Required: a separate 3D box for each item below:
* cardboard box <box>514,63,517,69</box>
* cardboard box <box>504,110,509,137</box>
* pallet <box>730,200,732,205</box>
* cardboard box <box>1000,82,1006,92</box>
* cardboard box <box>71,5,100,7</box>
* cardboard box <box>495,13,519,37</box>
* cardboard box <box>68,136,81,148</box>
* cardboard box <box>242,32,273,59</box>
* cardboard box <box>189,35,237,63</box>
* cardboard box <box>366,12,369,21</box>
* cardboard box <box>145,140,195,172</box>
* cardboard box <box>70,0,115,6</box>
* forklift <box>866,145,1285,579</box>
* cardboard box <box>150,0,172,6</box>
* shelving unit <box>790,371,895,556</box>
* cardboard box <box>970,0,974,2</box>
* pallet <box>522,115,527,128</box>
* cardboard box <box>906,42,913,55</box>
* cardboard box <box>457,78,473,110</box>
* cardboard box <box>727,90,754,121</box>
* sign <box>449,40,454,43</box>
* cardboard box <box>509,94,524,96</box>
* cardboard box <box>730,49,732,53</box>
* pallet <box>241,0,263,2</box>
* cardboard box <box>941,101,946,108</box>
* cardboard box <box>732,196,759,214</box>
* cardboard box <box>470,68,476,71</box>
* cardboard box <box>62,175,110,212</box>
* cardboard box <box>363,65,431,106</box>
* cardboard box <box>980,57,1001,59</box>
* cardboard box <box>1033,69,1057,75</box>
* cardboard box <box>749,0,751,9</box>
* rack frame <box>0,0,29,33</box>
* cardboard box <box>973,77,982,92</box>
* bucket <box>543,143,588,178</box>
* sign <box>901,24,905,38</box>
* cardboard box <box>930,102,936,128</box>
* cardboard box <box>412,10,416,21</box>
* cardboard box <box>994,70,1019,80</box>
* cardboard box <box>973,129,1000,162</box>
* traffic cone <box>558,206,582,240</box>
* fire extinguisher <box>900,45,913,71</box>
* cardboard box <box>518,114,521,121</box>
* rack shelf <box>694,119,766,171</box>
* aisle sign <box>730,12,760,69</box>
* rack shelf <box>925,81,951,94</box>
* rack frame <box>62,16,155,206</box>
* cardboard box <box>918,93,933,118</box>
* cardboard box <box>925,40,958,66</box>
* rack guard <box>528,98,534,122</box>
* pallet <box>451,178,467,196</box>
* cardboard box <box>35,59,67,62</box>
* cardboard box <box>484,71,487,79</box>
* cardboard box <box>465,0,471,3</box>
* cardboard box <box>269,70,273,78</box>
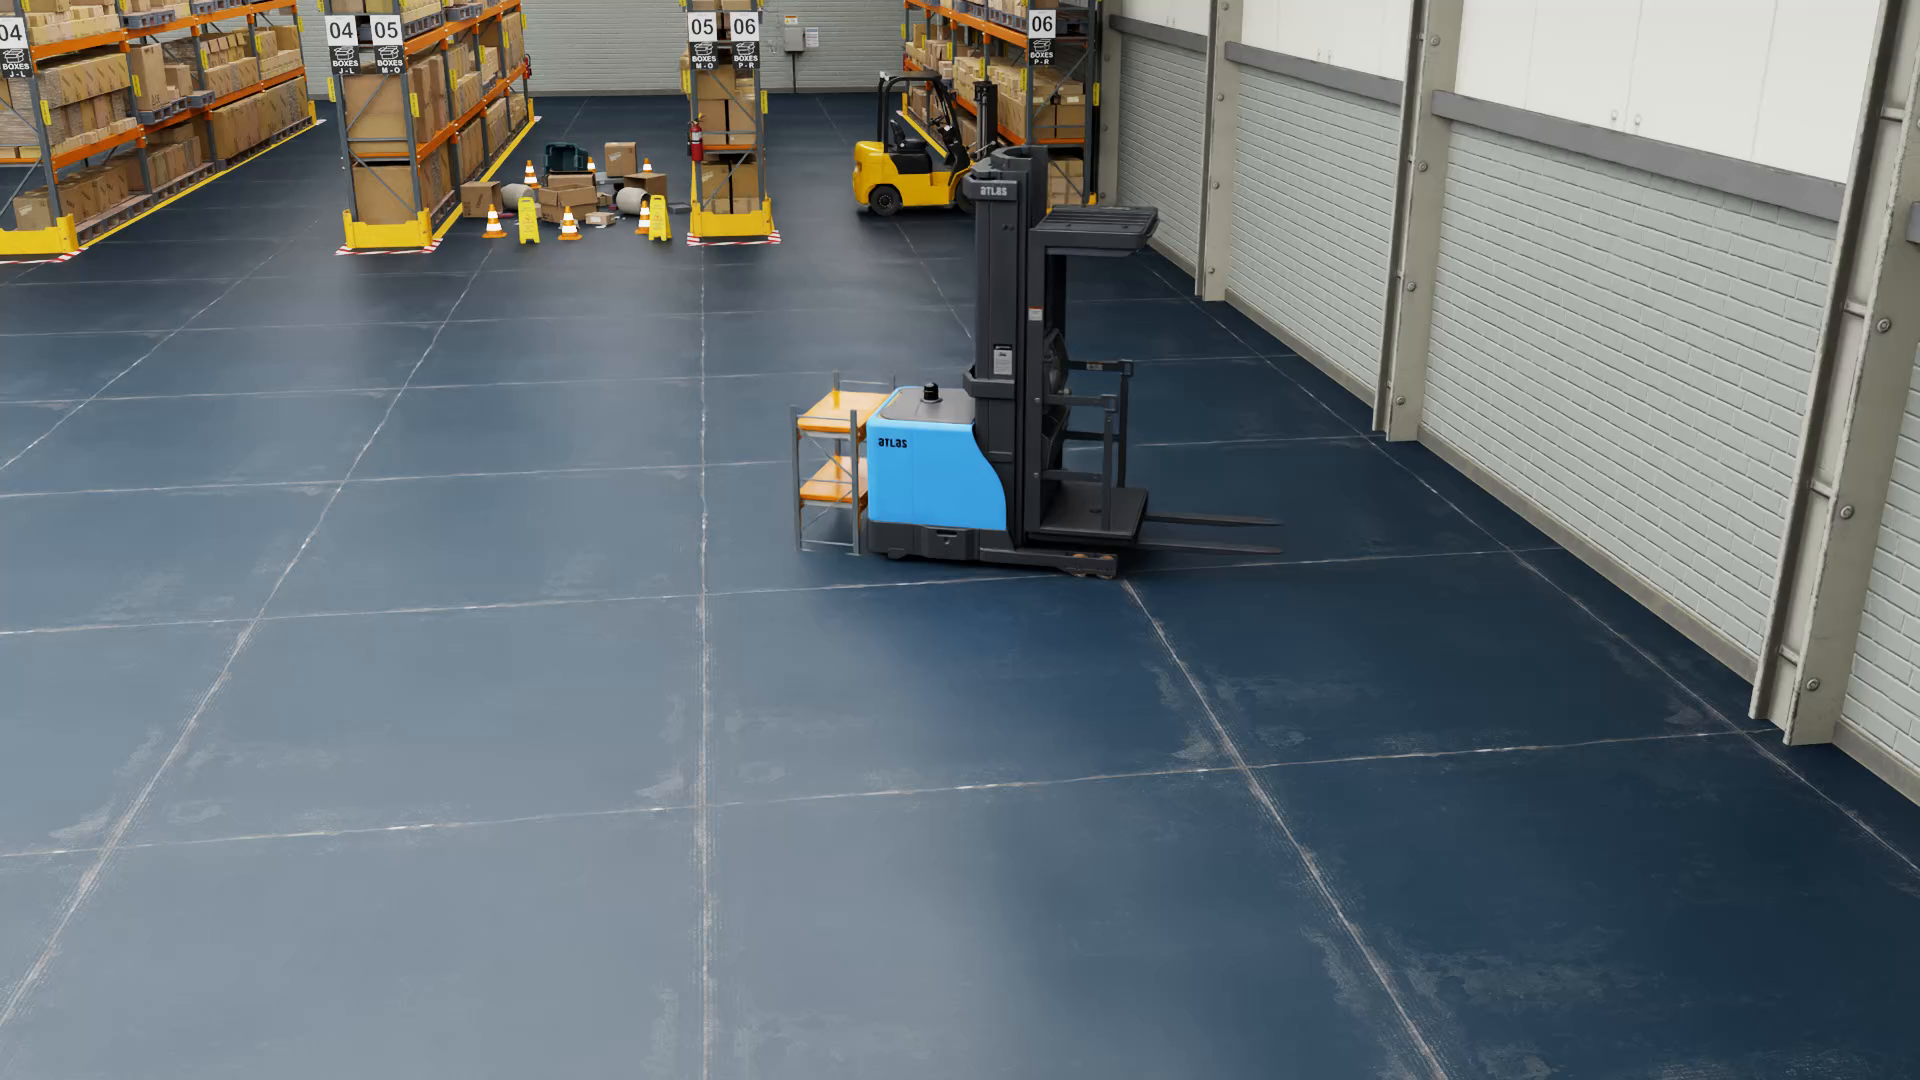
[{"bbox_3d":[-10.162,-10.679,37.381,0.380,0.149,0.250,-4,21,-10],"label":"cardboard box"},{"bbox_3d":[-9.675,-8.647,34.552,0.500,0.500,0.500,-3,21,-9],"label":"cardboard box"},{"bbox_3d":[-3.683,-5.419,26.923,1.003,0.211,1.213,-3,21,-8],"label":"pallet"},{"bbox_3d":[0.859,-7.413,27.208,0.380,0.149,0.250,-4,21,-9],"label":"cardboard box"},{"bbox_3d":[-13.519,-8.206,25.758,0.380,0.149,0.250,-3,21,-7],"label":"cardboard box"},{"bbox_3d":[-10.222,-11.583,37.444,0.500,0.500,0.500,-4,21,-10],"label":"cardboard box"},{"bbox_3d":[-13.153,-5.835,24.410,0.380,0.149,0.250,-3,21,-8],"label":"cardboard box"},{"bbox_3d":[-14.833,-10.419,35.044,0.500,0.500,0.500,-3,21,-8],"label":"cardboard box"},{"bbox_3d":[-14.766,-9.707,32.843,0.797,0.503,0.637,-3,21,-7],"label":"cardboard box"},{"bbox_3d":[-8.793,-7.603,24.113,0.380,0.149,0.250,-3,21,-7],"label":"cardboard box"},{"bbox_3d":[-14.168,-6.877,29.786,0.700,0.500,0.500,-5,21,-12],"label":"cardboard box"},{"bbox_3d":[-13.483,-8.562,25.784,0.500,0.500,0.500,-4,21,-9],"label":"cardboard box"},{"bbox_3d":[0.878,-1.295,11.994,3.031,2.935,1.130,4,21,11],"label":"forklift"},{"bbox_3d":[-13.920,-9.449,28.583,0.500,0.500,0.500,-3,21,-7],"label":"cardboard box"},{"bbox_3d":[-0.873,-0.606,12.730,0.538,1.125,1.048,5,21,13],"label":"shelving unit"},{"bbox_3d":[0.462,-9.742,29.610,0.500,0.311,0.500,-4,21,-10],"label":"cardboard box"},{"bbox_3d":[-10.514,-9.634,38.208,1.003,0.211,1.213,-3,21,-8],"label":"pallet"},{"bbox_3d":[-1.013,-11.684,39.502,0.500,0.250,0.500,-3,21,-7],"label":"cardboard box"},{"bbox_3d":[-8.903,-7.861,29.333,0.500,0.500,0.500,-3,21,-7],"label":"cardboard box"},{"bbox_3d":[-3.363,-6.714,25.837,0.500,0.500,0.500,-3,21,-9],"label":"cardboard box"},{"bbox_3d":[-10.566,-10.240,34.609,0.100,0.325,0.005,-3,21,-8],"label":"sign"},{"bbox_3d":[-10.280,-10.219,38.413,0.380,0.149,0.250,-3,21,-7],"label":"cardboard box"},{"bbox_3d":[-3.970,-8.618,29.407,0.380,0.149,0.250,-2,21,-5],"label":"cardboard box"},{"bbox_3d":[-15.061,-11.297,34.515,1.003,0.211,1.213,-3,21,-8],"label":"pallet"},{"bbox_3d":[-0.197,-9.144,34.956,0.380,0.149,0.250,-2,21,-6],"label":"cardboard box"},{"bbox_3d":[-3.260,-5.196,25.671,0.500,0.250,0.500,-3,21,-8],"label":"cardboard box"},{"bbox_3d":[-9.325,-8.875,31.526,0.380,0.149,0.250,-2,21,-5],"label":"cardboard box"},{"bbox_3d":[-13.525,-5.356,25.741,0.500,0.500,0.500,-5,21,-13],"label":"cardboard box"},{"bbox_3d":[-8.433,-6.803,24.885,0.875,0.550,0.550,-3,21,-8],"label":"cardboard box"},{"bbox_3d":[0.588,-9.264,32.163,0.380,0.149,0.250,-2,21,-6],"label":"cardboard box"},{"bbox_3d":[1.407,-7.762,27.717,0.380,0.149,0.250,-3,21,-9],"label":"cardboard box"},{"bbox_3d":[-3.293,-7.965,24.687,0.380,0.149,0.250,-3,21,-8],"label":"cardboard box"},{"bbox_3d":[-13.223,-8.305,22.091,1.000,3.000,0.127,-3,21,-8],"label":"rack frame"},{"bbox_3d":[0.513,-8.130,29.696,0.500,0.250,0.500,-3,21,-9],"label":"cardboard box"},{"bbox_3d":[-6.576,-6.342,27.917,0.726,0.611,0.620,4,11,11],"label":"bucket"},{"bbox_3d":[-1.349,-12.164,39.760,0.100,0.325,0.005,-3,21,-8],"label":"sign"},{"bbox_3d":[-0.388,-9.248,36.162,0.500,0.500,0.500,-2,21,-5],"label":"cardboard box"},{"bbox_3d":[-8.143,-7.638,24.209,0.380,0.149,0.250,-3,21,-7],"label":"cardboard box"},{"bbox_3d":[0.778,-7.728,27.624,0.380,0.149,0.250,-2,21,-7],"label":"cardboard box"},{"bbox_3d":[0.727,-7.164,30.405,0.875,0.625,0.625,-3,21,-8],"label":"cardboard box"},{"bbox_3d":[-5.805,-4.716,24.682,0.336,0.463,0.334,-3,21,-8],"label":"traffic cone"},{"bbox_3d":[-1.291,-11.602,40.137,0.296,0.674,0.183,-3,21,-8],"label":"fire extinguisher"},{"bbox_3d":[-10.068,-9.494,37.322,0.380,0.149,0.250,-3,21,-7],"label":"cardboard box"},{"bbox_3d":[-3.705,-6.350,26.458,1.077,0.370,4.000,-3,21,-8],"label":"rack shelf"},{"bbox_3d":[-3.101,-7.206,24.008,0.394,0.787,0.004,-3,21,-8],"label":"aisle sign"},{"bbox_3d":[0.053,-9.371,34.548,1.077,0.370,4.000,-3,21,-8],"label":"rack shelf"},{"bbox_3d":[-13.800,-6.880,26.848,1.000,3.000,0.127,-3,21,-8],"label":"rack frame"},{"bbox_3d":[-0.583,-9.938,38.009,0.700,0.500,0.500,-4,21,-10],"label":"cardboard box"},{"bbox_3d":[-0.387,-10.466,35.707,0.700,0.500,0.500,-2,21,-6],"label":"cardboard box"},{"bbox_3d":[-10.596,-10.052,38.916,1.175,0.500,0.348,-3,21,-8],"label":"rack guard"},{"bbox_3d":[-9.063,-6.052,28.617,1.003,0.211,1.213,-3,21,-8],"label":"pallet"},{"bbox_3d":[-13.842,-7.019,25.226,0.500,0.500,0.500,-3,21,-8],"label":"cardboard box"},{"bbox_3d":[-9.478,-9.095,32.540,0.380,0.149,0.250,-2,21,-6],"label":"cardboard box"},{"bbox_3d":[-9.006,-9.740,29.604,0.500,0.311,0.500,-3,21,-8],"label":"cardboard box"},{"bbox_3d":[-14.743,-9.833,35.115,0.380,0.149,0.250,-2,21,-6],"label":"cardboard box"}]
